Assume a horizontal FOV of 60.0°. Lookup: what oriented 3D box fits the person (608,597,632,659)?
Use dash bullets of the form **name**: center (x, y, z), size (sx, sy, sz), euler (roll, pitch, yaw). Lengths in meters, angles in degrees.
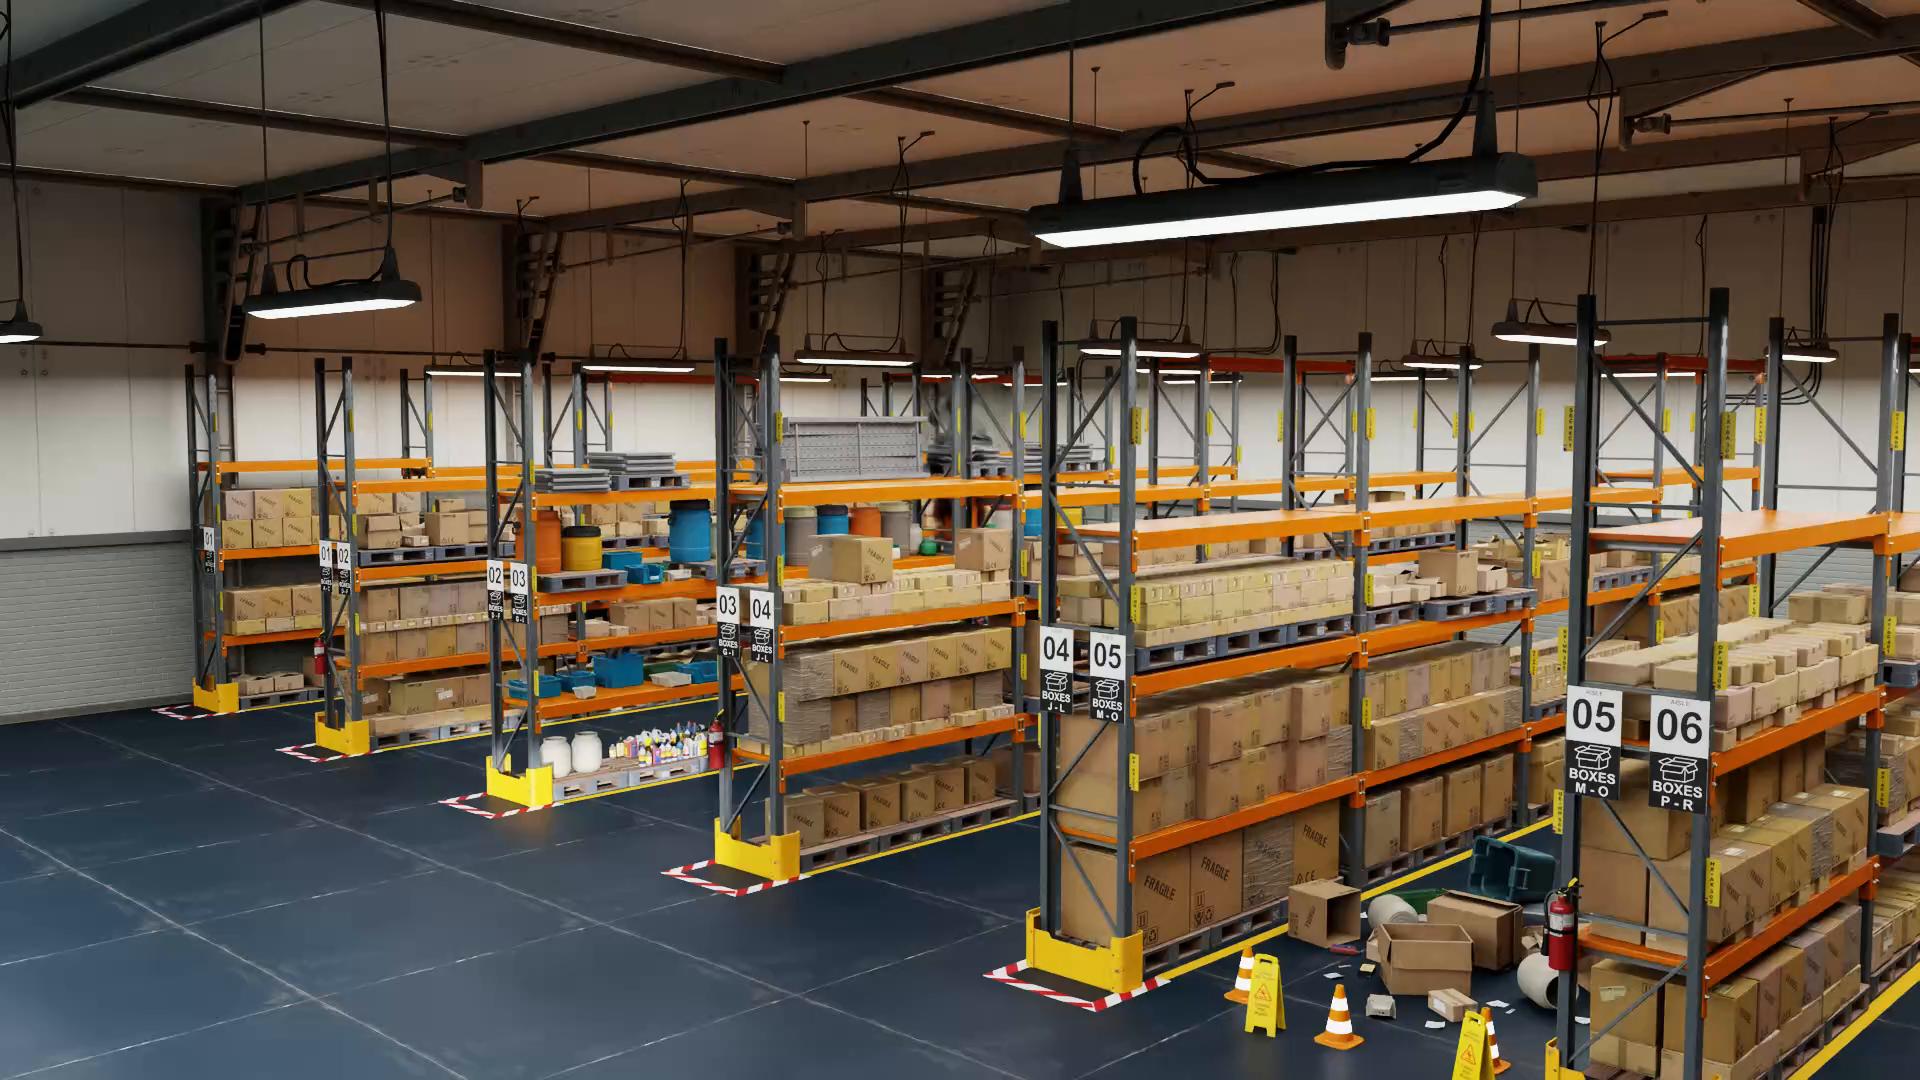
- **person**: center (-6.433, 1.898, 31.752), size (0.688, 1.690, 0.593), euler (4, 6, 43)
